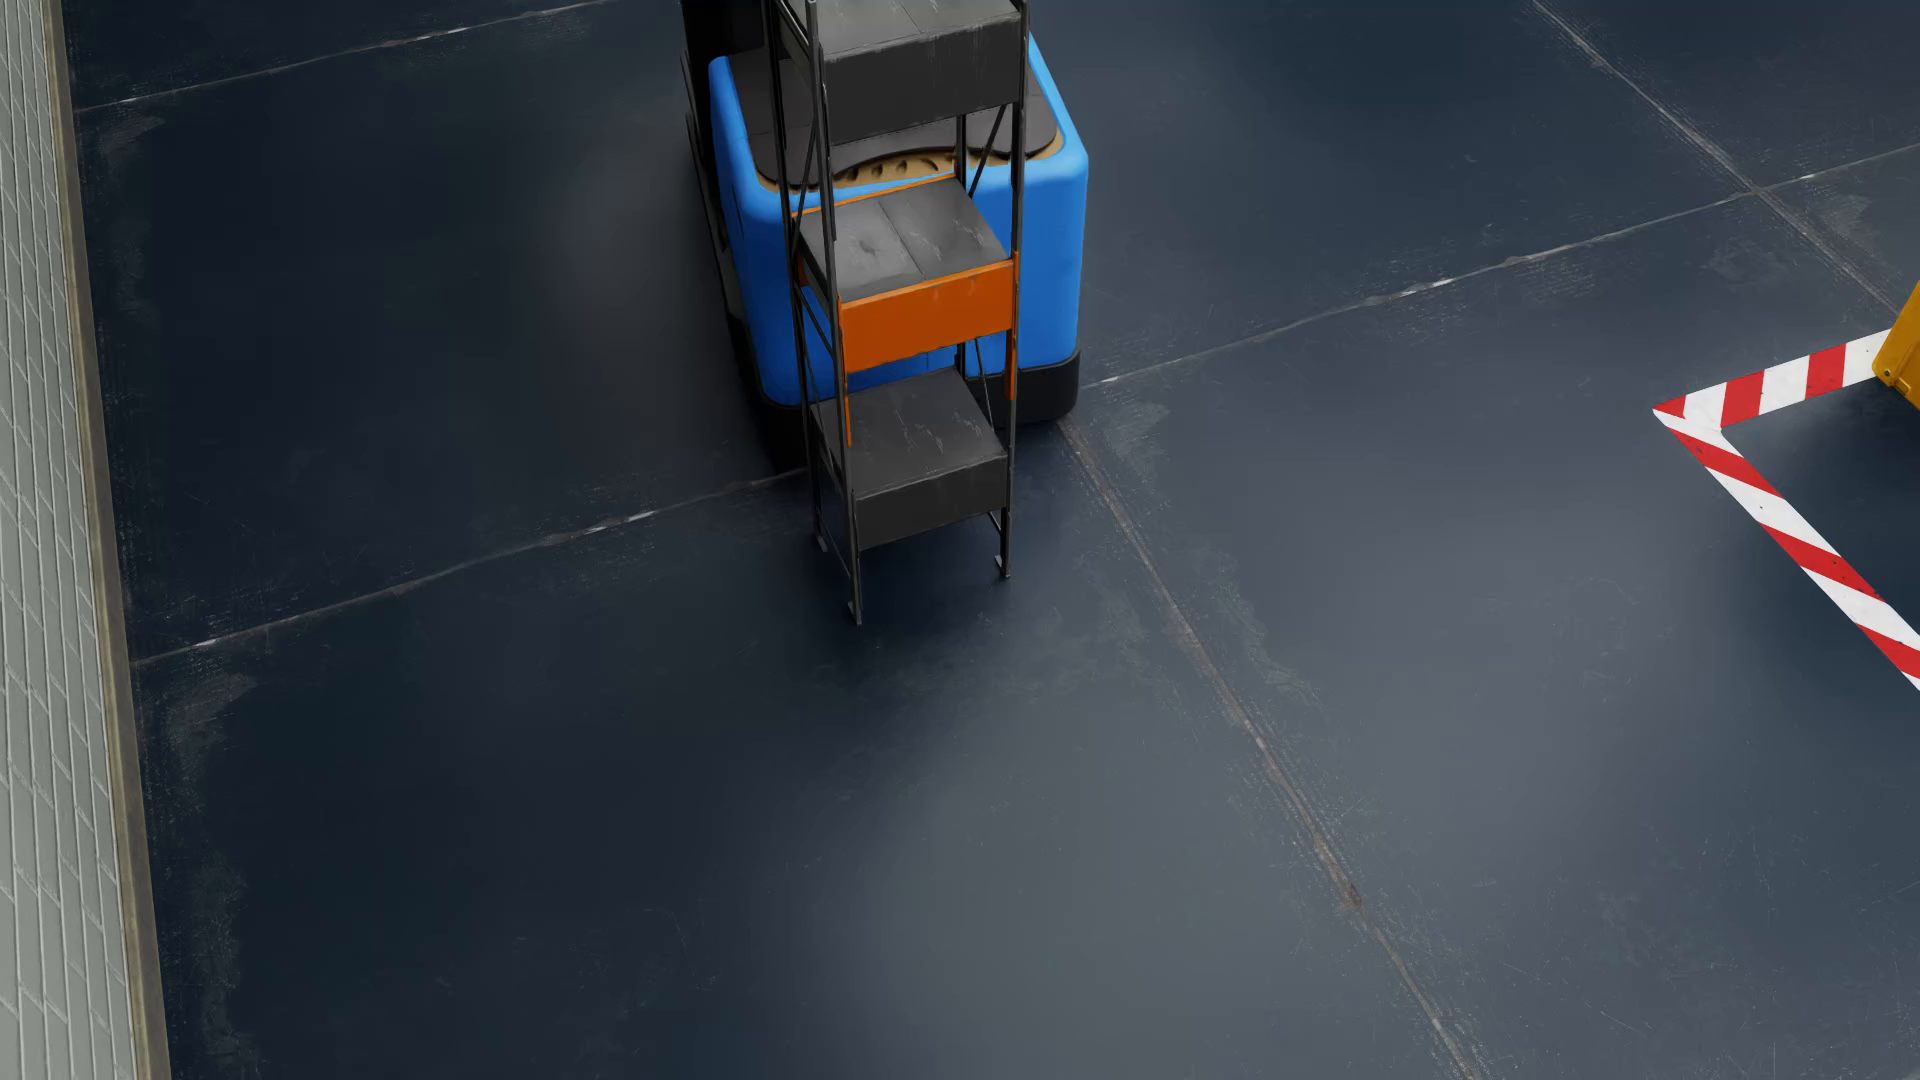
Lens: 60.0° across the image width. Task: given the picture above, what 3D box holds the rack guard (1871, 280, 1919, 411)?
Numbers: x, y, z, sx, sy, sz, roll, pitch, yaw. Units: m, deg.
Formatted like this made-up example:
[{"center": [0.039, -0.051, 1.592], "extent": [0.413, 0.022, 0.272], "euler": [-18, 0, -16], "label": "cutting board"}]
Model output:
[{"center": [3.517, -0.415, 5.277], "extent": [0.348, 0.500, 1.175], "euler": [-17, 52, -14], "label": "rack guard"}]

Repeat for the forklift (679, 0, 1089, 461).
[{"center": [-0.445, -2.354, 5.340], "extent": [1.130, 2.935, 3.031], "euler": [-10, 50, -9], "label": "forklift"}]

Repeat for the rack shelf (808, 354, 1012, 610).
[{"center": [-0.153, -0.172, 4.954], "extent": [0.480, 0.518, 0.431], "euler": [-17, 52, -14], "label": "rack shelf"}]

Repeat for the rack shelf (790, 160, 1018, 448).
[{"center": [-0.153, -0.628, 4.423], "extent": [0.480, 0.518, 0.431], "euler": [-17, 52, -14], "label": "rack shelf"}]

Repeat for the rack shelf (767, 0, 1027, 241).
[{"center": [-0.153, -1.084, 3.892], "extent": [0.480, 0.518, 0.431], "euler": [-17, 52, -14], "label": "rack shelf"}]

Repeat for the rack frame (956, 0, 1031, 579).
[{"center": [0.073, -0.707, 4.473], "extent": [0.015, 2.100, 0.400], "euler": [-17, 52, -14], "label": "rack frame"}]

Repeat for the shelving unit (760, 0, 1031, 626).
[{"center": [-0.153, -0.637, 4.413], "extent": [0.503, 2.100, 0.431], "euler": [-17, 52, -14], "label": "shelving unit"}]

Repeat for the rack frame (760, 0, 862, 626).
[{"center": [-0.379, -0.567, 4.353], "extent": [0.015, 2.100, 0.400], "euler": [-17, 52, -14], "label": "rack frame"}]
